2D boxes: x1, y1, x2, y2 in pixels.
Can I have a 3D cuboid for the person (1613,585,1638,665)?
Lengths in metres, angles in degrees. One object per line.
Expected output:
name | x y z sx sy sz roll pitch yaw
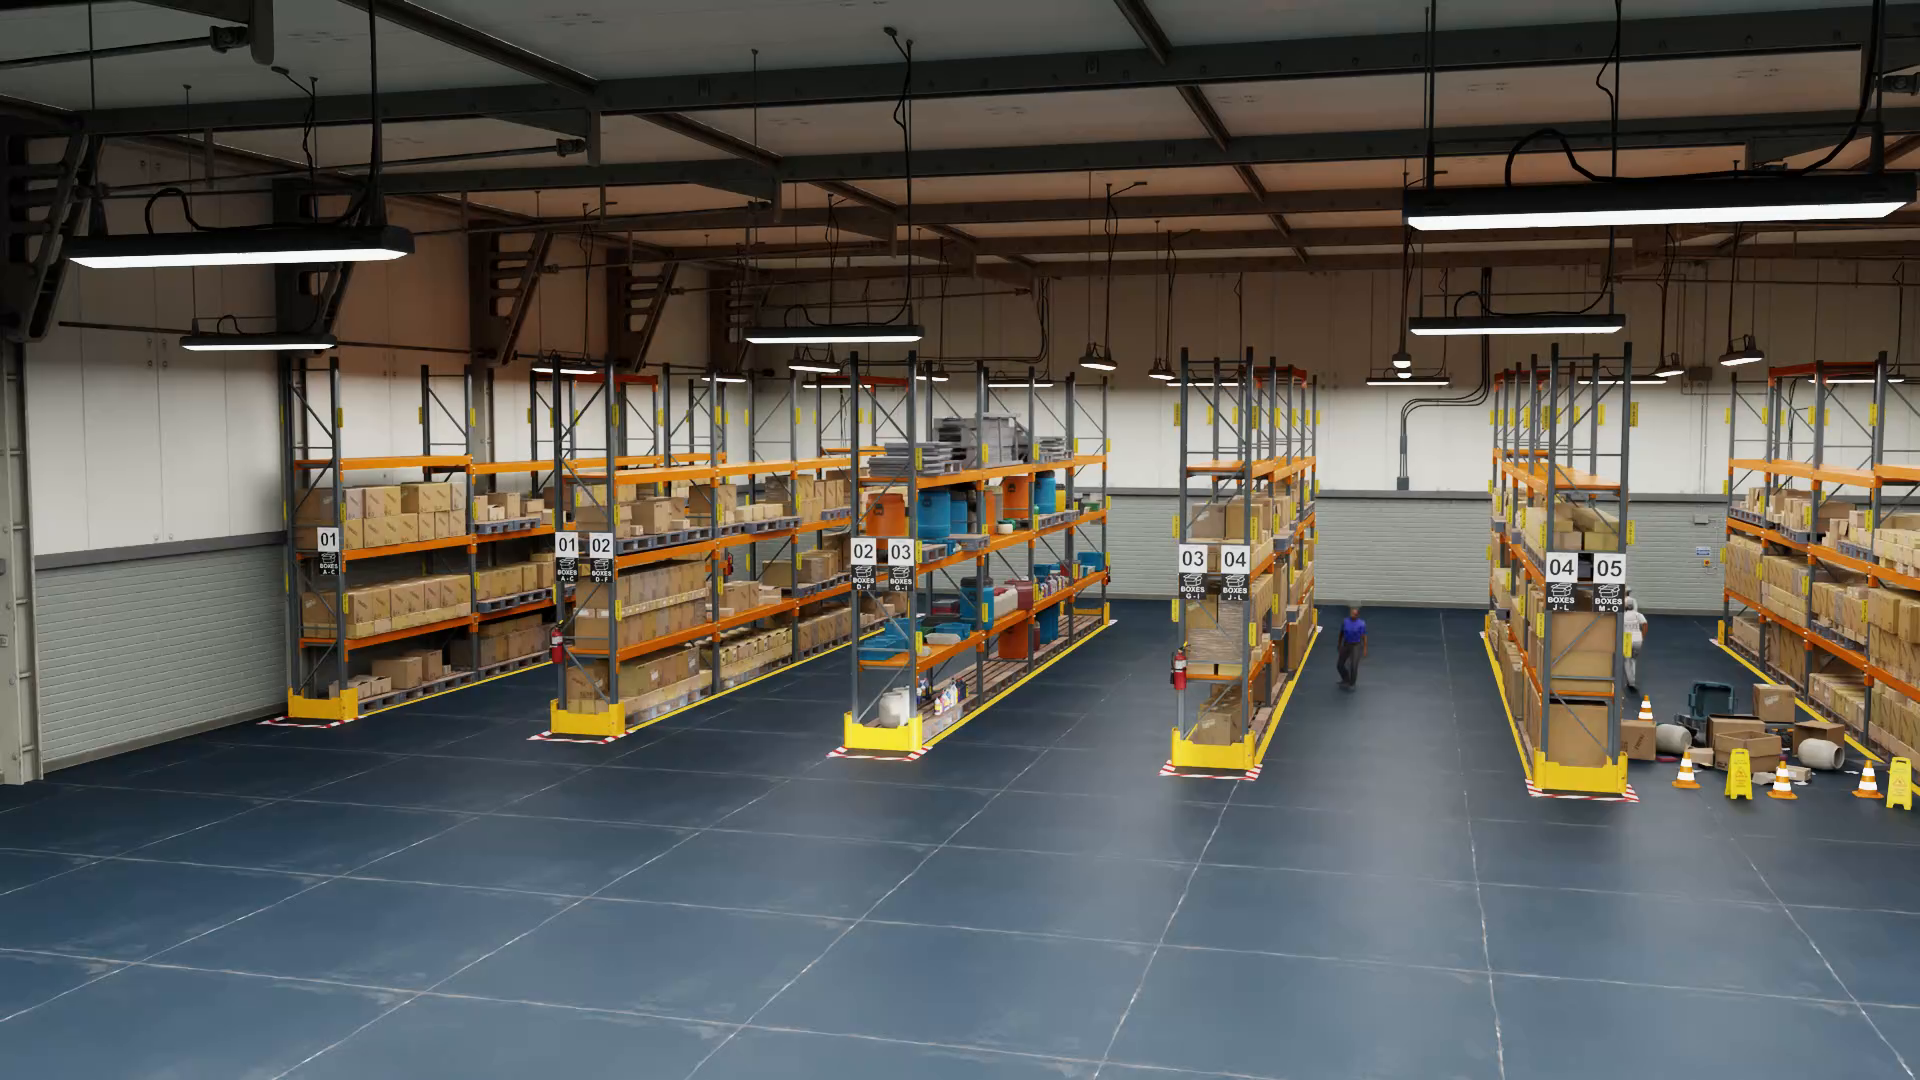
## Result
person | 13.408 1.734 33.516 0.594 1.647 0.931 0 4 4

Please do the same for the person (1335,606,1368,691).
person | 7.205 1.968 30.558 0.735 1.582 0.597 3 5 35

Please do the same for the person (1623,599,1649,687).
person | 12.440 1.934 30.867 0.550 1.657 0.773 0 4 3
